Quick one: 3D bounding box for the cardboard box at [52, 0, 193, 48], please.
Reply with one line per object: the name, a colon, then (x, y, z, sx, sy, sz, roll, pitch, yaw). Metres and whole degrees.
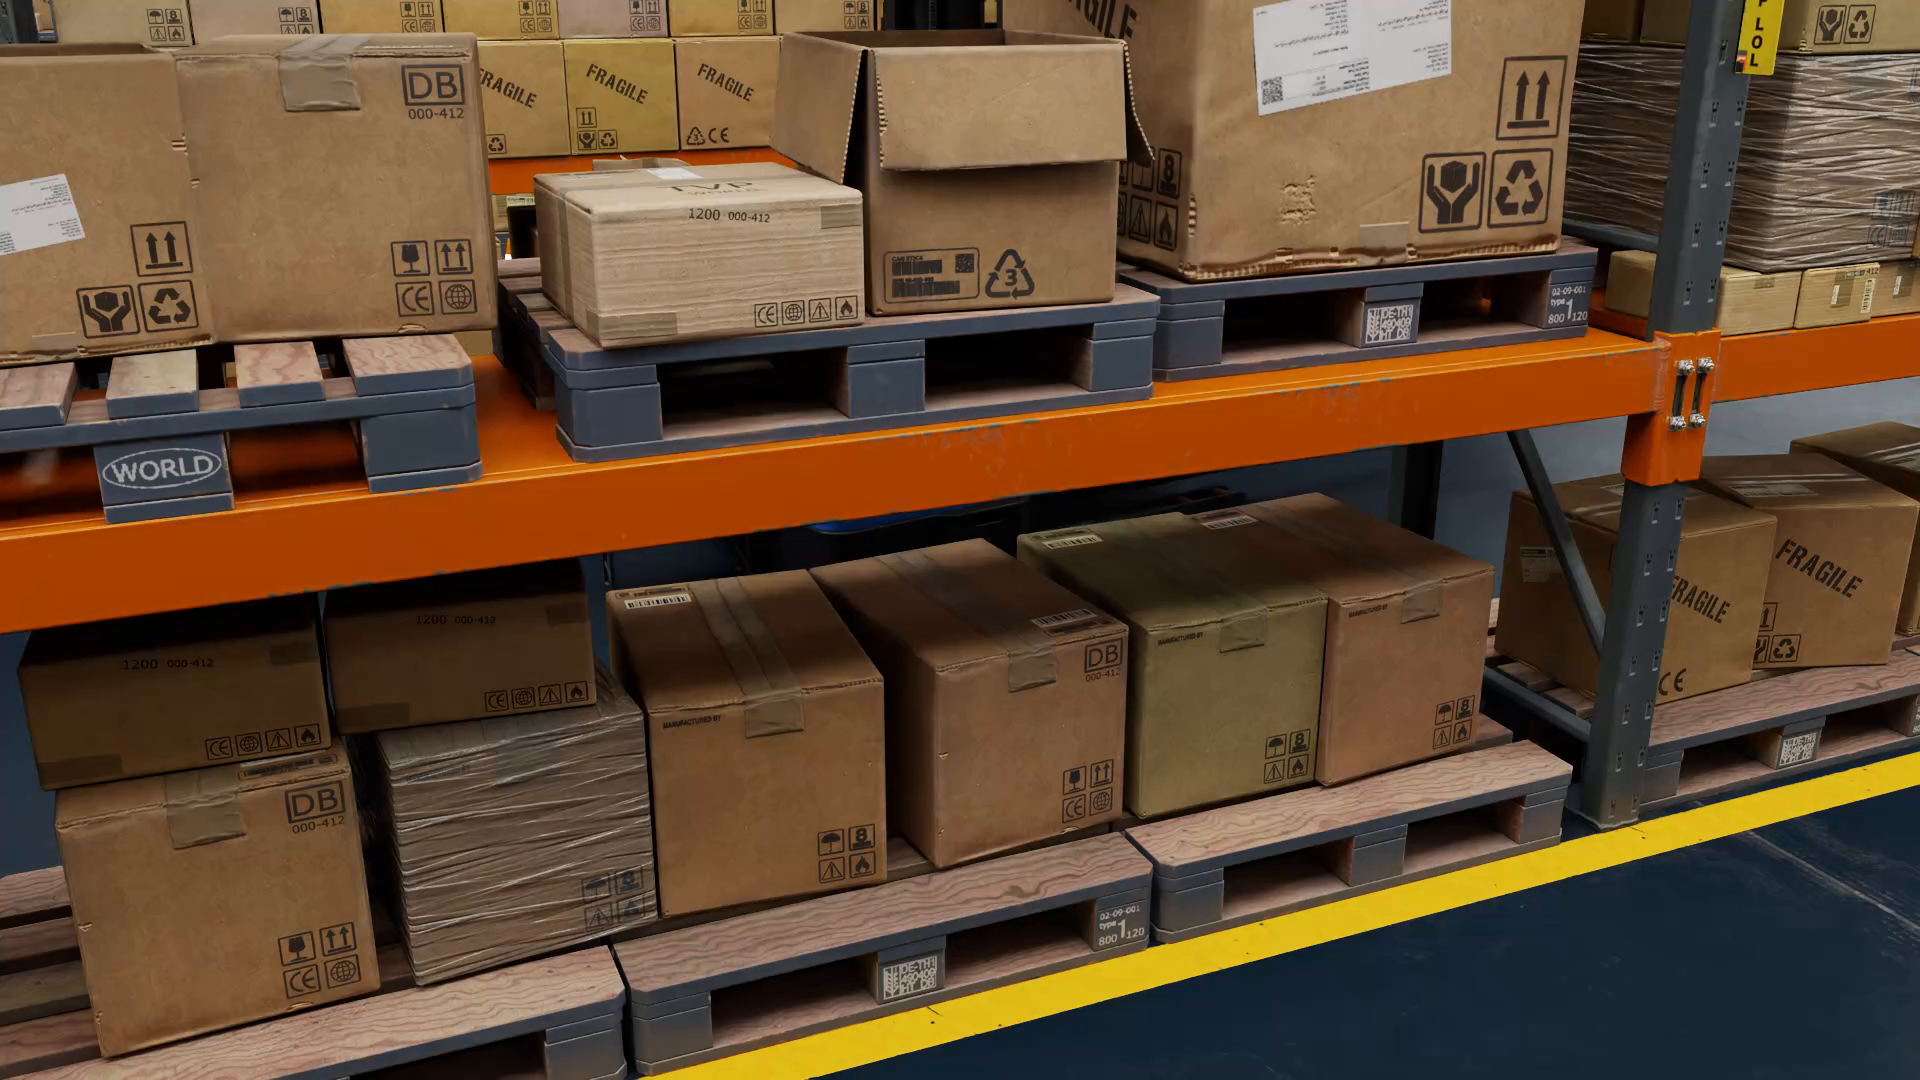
cardboard box: (-3.593, -2.383, 7.117, 0.500, 0.500, 0.700, -8, 21, -22)

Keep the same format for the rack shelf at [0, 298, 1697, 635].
rack shelf: (-0.301, -0.206, 3.674, 4.000, 0.370, 1.077, -8, 21, -22)

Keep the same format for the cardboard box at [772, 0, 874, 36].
cardboard box: (-0.790, -2.786, 8.262, 0.500, 0.500, 0.700, -9, 21, -23)

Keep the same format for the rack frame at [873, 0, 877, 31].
rack frame: (-0.337, -2.334, 8.635, 0.127, 3.000, 1.000, -8, 21, -22)

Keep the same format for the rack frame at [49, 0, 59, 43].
rack frame: (-6.063, -3.304, 11.390, 0.127, 3.000, 1.000, -8, 21, -22)

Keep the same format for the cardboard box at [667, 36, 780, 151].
cardboard box: (-1.174, -2.165, 8.003, 0.500, 0.500, 0.500, -8, 21, -23)

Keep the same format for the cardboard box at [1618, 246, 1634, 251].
cardboard box: (1.849, -0.838, 4.763, 0.250, 0.149, 0.380, -8, 21, -22)

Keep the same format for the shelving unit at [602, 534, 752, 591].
shelving unit: (-1.025, -0.400, 5.852, 0.503, 1.200, 0.258, -6, 20, -17)

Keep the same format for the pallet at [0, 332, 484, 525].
pallet: (-1.525, -0.318, 3.198, 1.003, 0.211, 1.213, -8, 21, -22)

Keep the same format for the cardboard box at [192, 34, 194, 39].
cardboard box: (-5.149, -3.419, 11.461, 0.250, 0.149, 0.380, -10, 22, -25)

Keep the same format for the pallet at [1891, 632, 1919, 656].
pallet: (3.260, 0.246, 5.506, 1.213, 0.211, 1.003, -8, 21, -22)

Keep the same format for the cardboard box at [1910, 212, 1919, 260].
cardboard box: (2.446, -1.091, 4.507, 0.500, 0.500, 0.875, -8, 21, -22)

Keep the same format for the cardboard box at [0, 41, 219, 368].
cardboard box: (-1.658, -0.611, 2.957, 0.500, 0.500, 0.500, -11, 22, -29)

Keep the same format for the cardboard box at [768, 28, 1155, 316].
cardboard box: (-0.020, -0.799, 3.487, 0.637, 0.503, 0.797, -6, 20, -16)

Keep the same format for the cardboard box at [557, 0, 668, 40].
cardboard box: (-1.726, -2.651, 7.880, 0.500, 0.500, 0.700, -8, 21, -21)

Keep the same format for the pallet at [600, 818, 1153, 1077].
pallet: (-0.301, 0.771, 4.013, 1.213, 0.211, 1.003, -8, 21, -22)

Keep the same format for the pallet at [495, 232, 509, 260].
pallet: (-3.104, -2.412, 13.056, 1.213, 0.211, 1.003, -8, 21, -22)

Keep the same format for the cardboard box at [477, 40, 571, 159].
cardboard box: (-2.103, -2.031, 7.623, 0.500, 0.500, 0.500, -8, 21, -22)

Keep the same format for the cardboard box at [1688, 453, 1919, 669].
cardboard box: (2.441, 0.054, 4.982, 0.500, 0.500, 0.500, -2, 19, -5)

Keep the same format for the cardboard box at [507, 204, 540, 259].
cardboard box: (-1.758, -1.236, 8.272, 0.750, 0.750, 1.050, -8, 21, -22)

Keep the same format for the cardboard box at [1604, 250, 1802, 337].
cardboard box: (1.852, -0.627, 4.163, 0.250, 0.149, 0.380, -8, 21, -22)

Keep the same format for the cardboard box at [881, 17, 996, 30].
cardboard box: (-0.003, -2.457, 8.758, 0.550, 0.550, 0.875, -8, 21, -22)

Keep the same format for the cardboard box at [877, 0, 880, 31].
cardboard box: (-0.958, -4.126, 13.126, 0.500, 0.500, 0.500, -8, 21, -22)

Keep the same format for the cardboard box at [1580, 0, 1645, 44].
cardboard box: (1.839, -1.611, 4.476, 0.500, 0.500, 0.500, -8, 21, -22)

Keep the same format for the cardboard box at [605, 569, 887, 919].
cardboard box: (-0.508, 0.441, 3.853, 0.500, 0.500, 0.700, -6, 20, -17)

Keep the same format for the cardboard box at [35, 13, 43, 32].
cardboard box: (-8.484, -4.694, 15.082, 0.250, 0.149, 0.380, -8, 21, -21)

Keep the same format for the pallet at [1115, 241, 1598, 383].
pallet: (0.776, -0.662, 4.174, 1.213, 0.211, 1.003, -8, 21, -22)

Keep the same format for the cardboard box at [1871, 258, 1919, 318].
cardboard box: (2.305, -0.697, 4.363, 0.250, 0.149, 0.380, -8, 21, -22)

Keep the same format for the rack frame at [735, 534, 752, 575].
rack frame: (-0.794, -0.426, 5.926, 0.015, 1.200, 0.240, -6, 20, -17)

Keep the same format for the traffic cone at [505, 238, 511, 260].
traffic cone: (-2.844, -1.701, 10.656, 0.334, 0.463, 0.336, -8, 21, -22)

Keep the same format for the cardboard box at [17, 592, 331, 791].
cardboard box: (-1.534, 0.238, 3.301, 0.500, 0.250, 0.500, -7, 21, -20)

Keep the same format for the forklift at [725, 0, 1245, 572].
forklift: (0.532, -1.518, 6.419, 3.031, 2.935, 1.130, -12, 23, -31)

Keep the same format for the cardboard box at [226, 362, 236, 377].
cardboard box: (-3.415, -0.998, 7.594, 0.750, 0.750, 1.050, -8, 21, -23)

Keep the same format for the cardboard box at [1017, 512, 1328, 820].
cardboard box: (0.517, 0.294, 4.271, 0.500, 0.500, 0.700, -8, 21, -22)

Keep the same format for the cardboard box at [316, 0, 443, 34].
cardboard box: (-2.659, -2.518, 7.501, 0.500, 0.500, 0.700, -8, 21, -23)

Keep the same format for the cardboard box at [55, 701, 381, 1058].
cardboard box: (-1.530, 0.595, 3.417, 0.500, 0.500, 0.700, -9, 21, -25)

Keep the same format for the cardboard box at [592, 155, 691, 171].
cardboard box: (-0.713, -0.719, 3.617, 0.258, 0.266, 0.396, -9, 21, -23)
